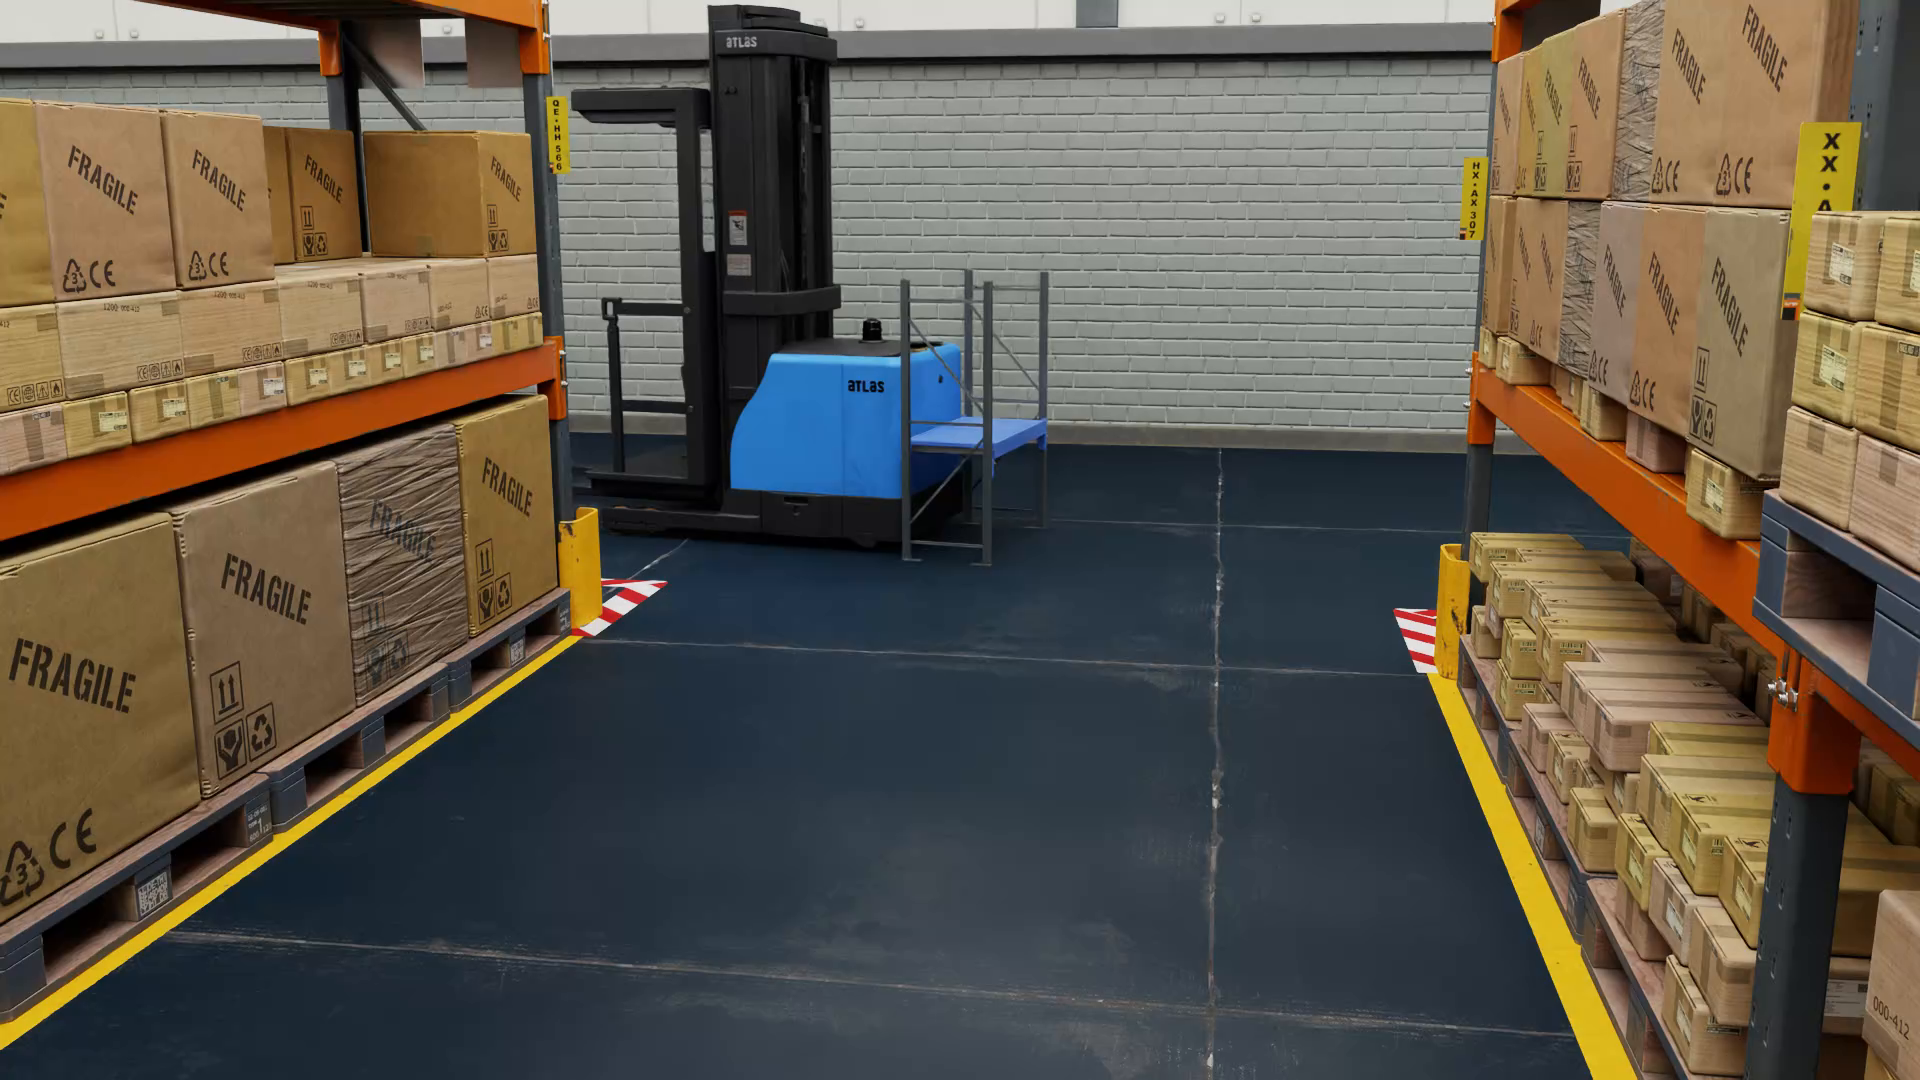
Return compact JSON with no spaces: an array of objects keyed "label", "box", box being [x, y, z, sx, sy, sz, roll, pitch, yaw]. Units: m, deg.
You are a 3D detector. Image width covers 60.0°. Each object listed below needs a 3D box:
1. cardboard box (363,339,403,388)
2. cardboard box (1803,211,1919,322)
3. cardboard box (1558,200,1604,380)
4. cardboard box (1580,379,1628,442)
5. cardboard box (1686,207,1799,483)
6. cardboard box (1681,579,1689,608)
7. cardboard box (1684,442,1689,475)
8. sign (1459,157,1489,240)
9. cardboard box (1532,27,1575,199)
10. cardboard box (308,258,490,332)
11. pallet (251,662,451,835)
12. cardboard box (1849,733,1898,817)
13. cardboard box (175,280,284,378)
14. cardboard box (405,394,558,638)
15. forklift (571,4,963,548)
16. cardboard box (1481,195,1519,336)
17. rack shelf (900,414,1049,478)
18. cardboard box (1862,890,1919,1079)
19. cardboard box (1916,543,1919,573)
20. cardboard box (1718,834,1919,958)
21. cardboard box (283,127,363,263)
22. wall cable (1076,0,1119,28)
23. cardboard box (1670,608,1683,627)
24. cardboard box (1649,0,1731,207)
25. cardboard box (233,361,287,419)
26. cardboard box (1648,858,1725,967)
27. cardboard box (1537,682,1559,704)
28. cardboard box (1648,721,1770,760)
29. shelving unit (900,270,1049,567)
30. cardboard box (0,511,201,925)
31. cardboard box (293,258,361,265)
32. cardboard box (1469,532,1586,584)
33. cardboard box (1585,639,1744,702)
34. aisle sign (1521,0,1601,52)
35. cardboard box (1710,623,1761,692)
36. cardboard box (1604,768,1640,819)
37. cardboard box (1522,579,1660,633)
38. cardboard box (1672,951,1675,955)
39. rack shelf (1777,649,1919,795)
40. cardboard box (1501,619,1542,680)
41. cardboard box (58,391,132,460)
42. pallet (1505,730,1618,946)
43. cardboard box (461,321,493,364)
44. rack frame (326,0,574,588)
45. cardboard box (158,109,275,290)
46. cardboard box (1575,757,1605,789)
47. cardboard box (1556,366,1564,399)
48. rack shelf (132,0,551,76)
[{"label":"cardboard box","box":[-2.215,-0.631,5.900,0.380,0.149,0.250,2,12,9]},{"label":"cardboard box","box":[1.465,-0.398,2.405,0.380,0.149,0.250,3,12,12]},{"label":"cardboard box","box":[2.036,-0.714,4.741,0.500,0.500,0.500,2,12,7]},{"label":"cardboard box","box":[1.962,-0.363,4.656,0.380,0.149,0.250,2,12,10]},{"label":"cardboard box","box":[1.775,-0.395,3.265,0.500,0.500,0.500,2,12,9]},{"label":"cardboard box","box":[2.754,0.200,5.801,0.380,0.149,0.250,2,12,7]},{"label":"cardboard box","box":[1.932,-0.198,3.888,0.380,0.149,0.250,2,12,7]},{"label":"sign","box":[2.059,-1.365,6.651,0.100,0.325,0.005,2,12,9]},{"label":"cardboard box","box":[2.090,-1.309,5.132,0.500,0.500,0.500,2,12,7]},{"label":"cardboard box","box":[-2.181,-0.963,6.491,0.500,0.250,0.500,2,12,8]},{"label":"pallet","box":[-2.526,0.680,5.839,1.003,0.211,1.213,2,12,9]},{"label":"cardboard box","box":[2.346,0.577,4.056,0.380,0.149,0.250,2,12,7]},{"label":"cardboard box","box":[-2.419,-0.646,5.020,0.500,0.250,0.500,2,12,10]},{"label":"cardboard box","box":[-2.310,-0.137,7.054,0.875,0.875,0.875,2,12,9]},{"label":"forklift","box":[-1.555,-1.553,9.740,3.031,2.935,1.130,4,13,18]},{"label":"cardboard box","box":[2.253,-1.034,6.227,0.500,0.500,0.500,2,12,11]},{"label":"rack shelf","box":[0.097,-0.535,9.268,0.538,0.185,1.000,4,13,19]},{"label":"cardboard box","box":[1.605,0.704,2.263,0.500,0.250,0.500,1,12,6]},{"label":"cardboard box","box":[1.386,0.003,1.958,0.380,0.149,0.250,2,12,9]},{"label":"cardboard box","box":[1.777,0.724,3.373,0.380,0.149,0.250,2,12,10]},{"label":"cardboard box","box":[-2.708,-1.349,6.504,0.500,0.500,0.500,2,12,7]},{"label":"wall cable","box":[1.985,-6.676,11.477,2.277,5.999,0.120,2,12,9]},{"label":"cardboard box","box":[2.718,0.346,5.831,0.380,0.149,0.250,1,12,6]},{"label":"cardboard box","box":[1.859,-0.989,3.645,0.500,0.500,0.500,1,12,7]},{"label":"cardboard box","box":[-2.333,-0.471,5.155,0.380,0.149,0.250,2,12,9]},{"label":"cardboard box","box":[1.743,0.819,3.637,0.380,0.149,0.250,1,12,6]},{"label":"cardboard box","box":[2.115,0.578,5.462,0.380,0.149,0.250,2,12,9]},{"label":"cardboard box","box":[1.926,0.566,4.107,0.380,0.149,0.250,2,12,11]},{"label":"shelving unit","box":[0.097,-0.711,9.230,0.538,1.500,1.048,4,13,19]},{"label":"cardboard box","box":[-2.725,0.426,4.446,0.875,0.875,0.875,2,12,9]},{"label":"cardboard box","box":[-2.704,-0.978,6.562,0.500,0.250,0.500,2,12,8]},{"label":"cardboard box","box":[2.179,0.072,6.399,0.380,0.149,0.250,1,12,6]},{"label":"cardboard box","box":[2.052,0.402,4.868,0.380,0.149,0.250,2,12,9]},{"label":"aisle sign","box":[2.310,-2.220,6.503,0.394,0.787,0.004,2,12,9]},{"label":"cardboard box","box":[2.515,0.361,5.055,0.380,0.149,0.250,1,12,7]},{"label":"cardboard box","box":[1.923,0.660,4.375,0.380,0.149,0.250,2,12,10]},{"label":"cardboard box","box":[2.133,0.235,5.639,0.380,0.149,0.250,1,12,6]},{"label":"cardboard box","box":[1.826,0.953,3.722,0.380,0.149,0.250,2,12,10]},{"label":"rack shelf","box":[1.672,0.677,0.941,1.077,0.370,4.000,2,12,9]},{"label":"cardboard box","box":[2.066,0.379,5.681,0.380,0.149,0.250,2,12,10]},{"label":"cardboard box","box":[-2.451,-0.311,4.411,0.380,0.149,0.250,2,12,11]},{"label":"pallet","box":[2.233,0.876,4.927,1.003,0.211,1.213,2,12,9]},{"label":"cardboard box","box":[-2.098,-0.791,6.642,0.380,0.149,0.250,2,12,9]},{"label":"rack frame","box":[-2.290,-1.106,7.504,1.000,3.000,0.127,2,12,9]},{"label":"cardboard box","box":[-2.421,-1.014,4.948,0.500,0.500,0.500,1,12,7]},{"label":"cardboard box","box":[1.969,0.737,4.725,0.380,0.149,0.250,2,12,10]},{"label":"cardboard box","box":[2.158,-0.522,5.390,0.380,0.149,0.250,2,12,8]},{"label":"rack shelf","box":[-2.598,-1.804,5.332,1.077,0.370,4.000,2,12,9]}]
